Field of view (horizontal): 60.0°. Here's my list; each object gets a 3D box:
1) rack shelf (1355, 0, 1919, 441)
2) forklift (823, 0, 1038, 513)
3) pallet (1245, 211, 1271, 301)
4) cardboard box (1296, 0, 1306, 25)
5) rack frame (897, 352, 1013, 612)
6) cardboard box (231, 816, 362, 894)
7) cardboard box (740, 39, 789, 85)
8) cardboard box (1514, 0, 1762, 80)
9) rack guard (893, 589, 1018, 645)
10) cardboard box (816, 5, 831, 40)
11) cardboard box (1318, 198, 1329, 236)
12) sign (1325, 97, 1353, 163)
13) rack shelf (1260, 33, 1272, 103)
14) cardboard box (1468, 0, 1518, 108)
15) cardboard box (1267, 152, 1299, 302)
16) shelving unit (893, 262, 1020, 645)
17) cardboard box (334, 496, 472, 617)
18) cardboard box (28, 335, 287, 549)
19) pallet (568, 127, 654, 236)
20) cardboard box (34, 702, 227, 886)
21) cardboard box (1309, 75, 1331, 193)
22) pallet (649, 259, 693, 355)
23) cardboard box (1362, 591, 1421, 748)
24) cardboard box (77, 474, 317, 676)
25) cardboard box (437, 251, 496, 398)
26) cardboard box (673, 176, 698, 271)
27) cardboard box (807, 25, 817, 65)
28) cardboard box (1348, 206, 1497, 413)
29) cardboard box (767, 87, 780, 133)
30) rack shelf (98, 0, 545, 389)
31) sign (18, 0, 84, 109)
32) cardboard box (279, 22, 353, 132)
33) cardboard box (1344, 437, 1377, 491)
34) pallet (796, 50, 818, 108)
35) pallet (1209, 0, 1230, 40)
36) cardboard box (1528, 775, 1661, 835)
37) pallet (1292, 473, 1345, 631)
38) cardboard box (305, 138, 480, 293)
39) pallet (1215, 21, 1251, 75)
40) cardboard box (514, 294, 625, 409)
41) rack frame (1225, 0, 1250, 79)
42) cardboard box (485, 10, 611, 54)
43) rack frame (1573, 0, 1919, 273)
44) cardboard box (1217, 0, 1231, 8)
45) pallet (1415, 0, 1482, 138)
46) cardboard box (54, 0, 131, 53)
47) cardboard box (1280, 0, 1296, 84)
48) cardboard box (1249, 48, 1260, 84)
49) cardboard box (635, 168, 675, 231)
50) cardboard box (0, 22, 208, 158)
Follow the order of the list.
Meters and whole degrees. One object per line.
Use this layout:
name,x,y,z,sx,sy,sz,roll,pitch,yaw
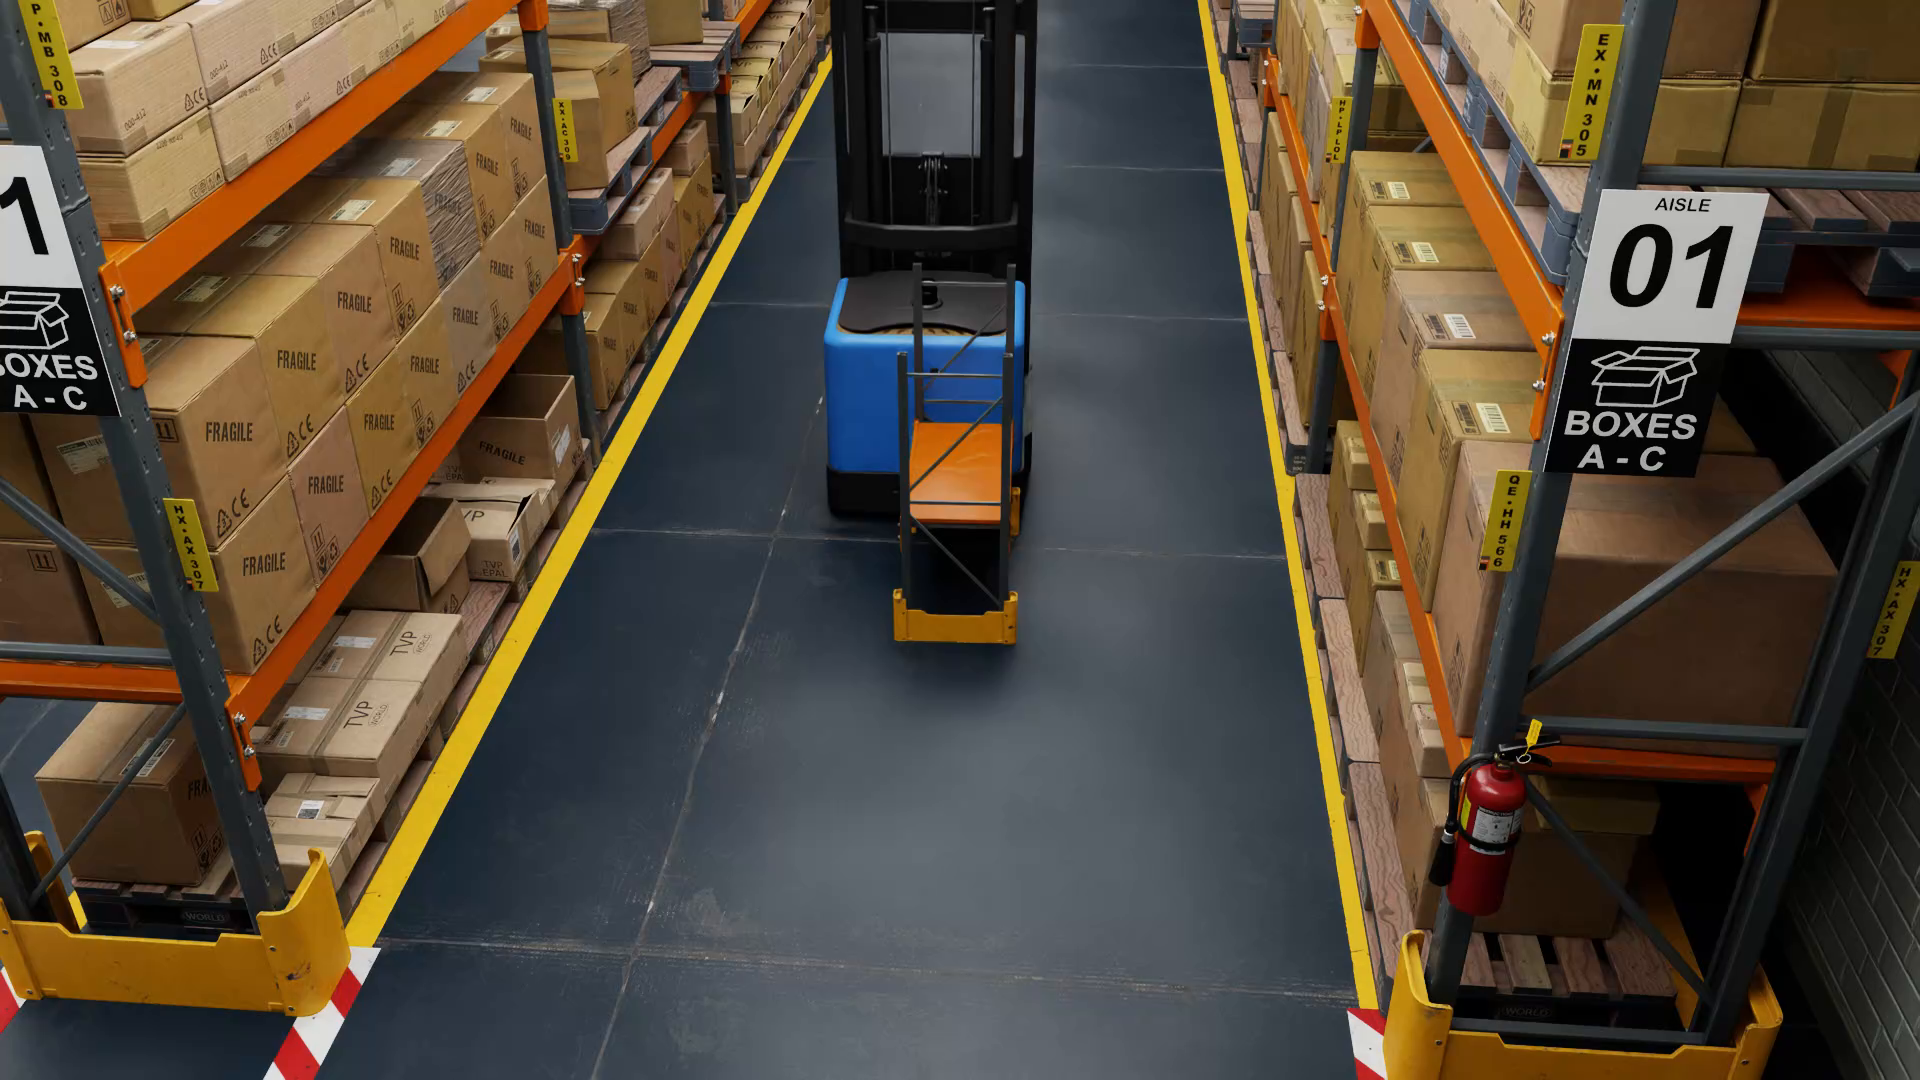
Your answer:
rack shelf,2.228,-1.444,6.060,1.077,0.370,4.000,2,32,4
forklift,-0.125,-2.122,9.400,1.130,2.935,3.031,1,32,2
pallet,2.577,-2.014,11.817,1.003,0.211,1.213,2,32,4
cardboard box,2.343,-3.338,10.195,0.500,0.250,0.500,3,32,4
rack frame,-0.022,-0.165,7.589,0.500,1.500,0.032,1,32,2
cardboard box,-2.496,1.185,6.265,0.380,0.149,0.250,2,32,4
cardboard box,-1.766,-4.139,14.293,0.500,0.311,0.500,2,32,3
cardboard box,1.853,-1.575,4.520,0.500,0.500,0.500,2,32,4
rack guard,-0.022,0.366,7.918,0.587,0.250,0.087,1,32,2
cardboard box,-1.556,-5.149,16.467,0.500,0.250,0.500,2,32,4
cardboard box,2.133,-1.742,8.938,0.380,0.149,0.250,3,32,5
sign,1.849,-1.996,8.102,0.100,0.325,0.005,2,32,4
rack shelf,2.879,-4.350,13.635,1.077,0.370,4.000,2,32,4
cardboard box,1.901,-1.528,5.159,0.500,0.250,0.500,1,32,2
cardboard box,2.448,-2.037,10.845,0.750,0.750,0.750,2,32,4
shelving unit,-0.001,-0.427,8.013,0.587,1.500,1.083,1,32,2
cardboard box,-2.695,0.130,7.640,0.797,0.503,0.637,2,32,4
cardboard box,-2.574,-0.326,5.371,0.500,0.500,0.500,3,32,5
pallet,-2.373,-2.060,9.416,1.003,0.211,1.213,2,32,4
cardboard box,-3.074,0.945,6.320,0.500,0.500,0.500,2,32,4
cardboard box,2.209,-2.216,9.088,0.500,0.500,0.500,3,32,4
pallet,-2.422,-1.608,11.158,1.003,0.211,1.213,2,32,4
cardboard box,2.103,0.563,6.959,0.700,0.500,0.500,1,32,2
cardboard box,-2.574,0.100,5.633,0.500,0.500,0.500,3,32,5
cardboard box,-2.412,-0.960,7.354,0.500,0.500,0.500,3,32,5
cardboard box,-2.106,-2.173,11.381,0.500,0.500,0.500,1,32,2
cardboard box,-1.640,-4.691,15.723,0.500,0.250,0.500,2,32,4
cardboard box,2.265,-0.982,7.198,0.980,0.700,0.700,2,32,3
cardboard box,-1.809,-3.624,13.993,0.500,0.250,0.500,2,32,3
rack shelf,-2.710,-1.653,6.400,1.077,0.370,4.000,2,32,4
sign,-2.332,-1.263,4.248,0.100,0.325,0.005,2,32,4
cardboard box,-2.485,-1.630,5.820,0.500,0.250,0.500,2,32,4
cardboard box,2.018,-0.352,7.825,0.380,0.149,0.250,3,32,6
pallet,-1.917,-4.338,15.587,1.003,0.211,1.213,2,32,4
pallet,3.158,-5.507,17.485,1.003,0.211,1.213,2,32,4
cardboard box,2.212,0.886,5.818,0.380,0.149,0.250,3,32,4
pallet,2.251,0.063,8.447,1.003,0.211,1.213,2,32,4
cardboard box,-2.410,-1.390,7.097,0.500,0.500,0.500,3,32,4
pallet,3.061,-4.867,16.447,1.003,0.211,1.213,2,32,4
cardboard box,-2.265,-1.094,9.629,0.500,0.500,0.500,1,32,2
rack frame,3.042,-5.702,15.143,1.000,3.000,0.127,2,32,4
cardboard box,-2.464,-2.876,10.062,0.700,0.500,0.500,-5,32,-9
rack frame,2.065,-1.981,3.387,1.000,3.000,0.127,2,32,4
cardboard box,3.066,-5.879,17.394,0.700,0.500,0.500,1,32,1
pallet,2.212,-1.694,5.866,1.003,0.211,1.213,2,32,4
cardboard box,-2.847,-1.651,4.663,0.700,0.500,0.500,2,32,4
cardboard box,2.370,-3.271,10.802,0.500,0.500,0.500,3,32,6
cardboard box,2.999,-4.439,15.058,0.700,0.500,0.500,3,32,6
cardboard box,-2.143,-2.198,10.707,0.500,0.250,0.500,2,32,3
cardboard box,-2.571,-1.320,4.841,0.500,0.250,0.500,2,32,4
